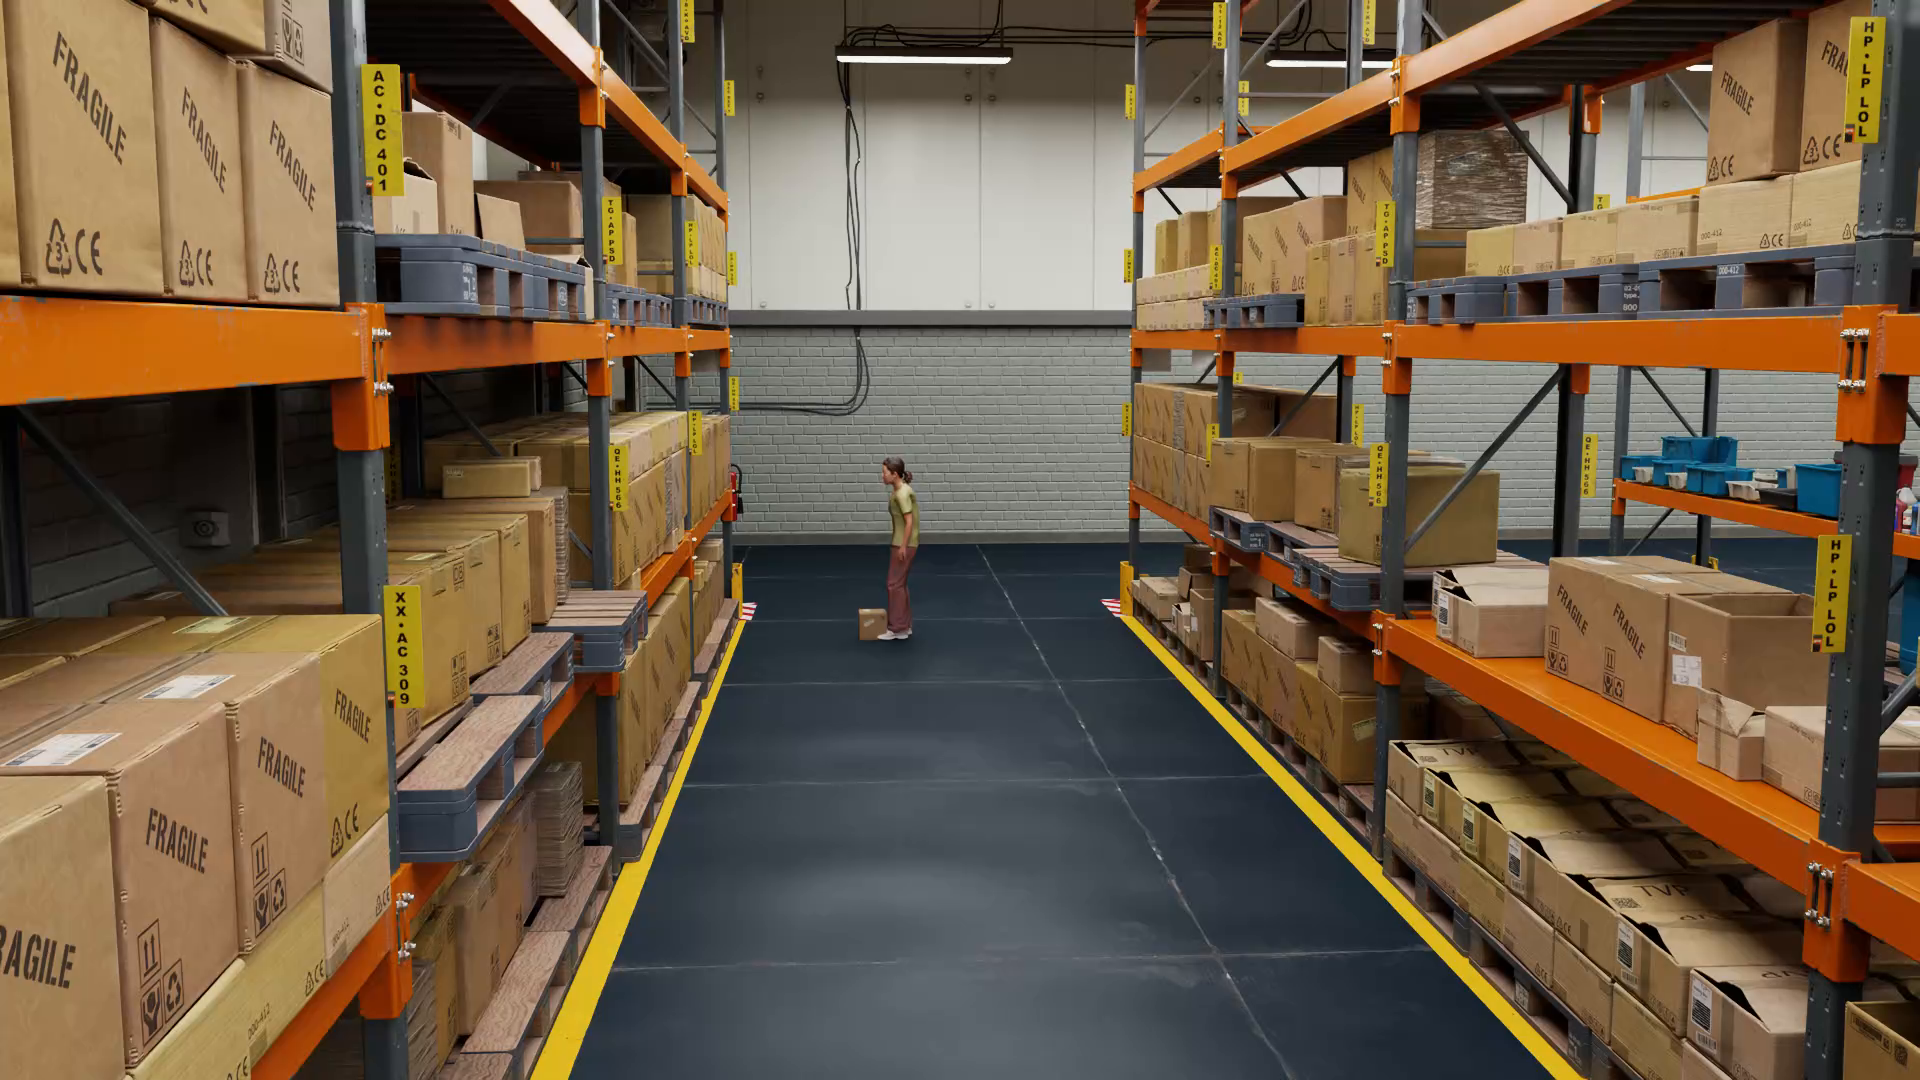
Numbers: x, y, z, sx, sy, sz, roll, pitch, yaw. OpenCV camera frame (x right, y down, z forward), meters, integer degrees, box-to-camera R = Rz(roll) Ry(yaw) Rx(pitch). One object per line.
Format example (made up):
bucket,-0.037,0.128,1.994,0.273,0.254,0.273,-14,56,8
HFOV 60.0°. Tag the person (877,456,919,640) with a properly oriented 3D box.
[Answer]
person,-0.581,0.068,15.202,0.416,1.671,0.506,-1,7,-6
